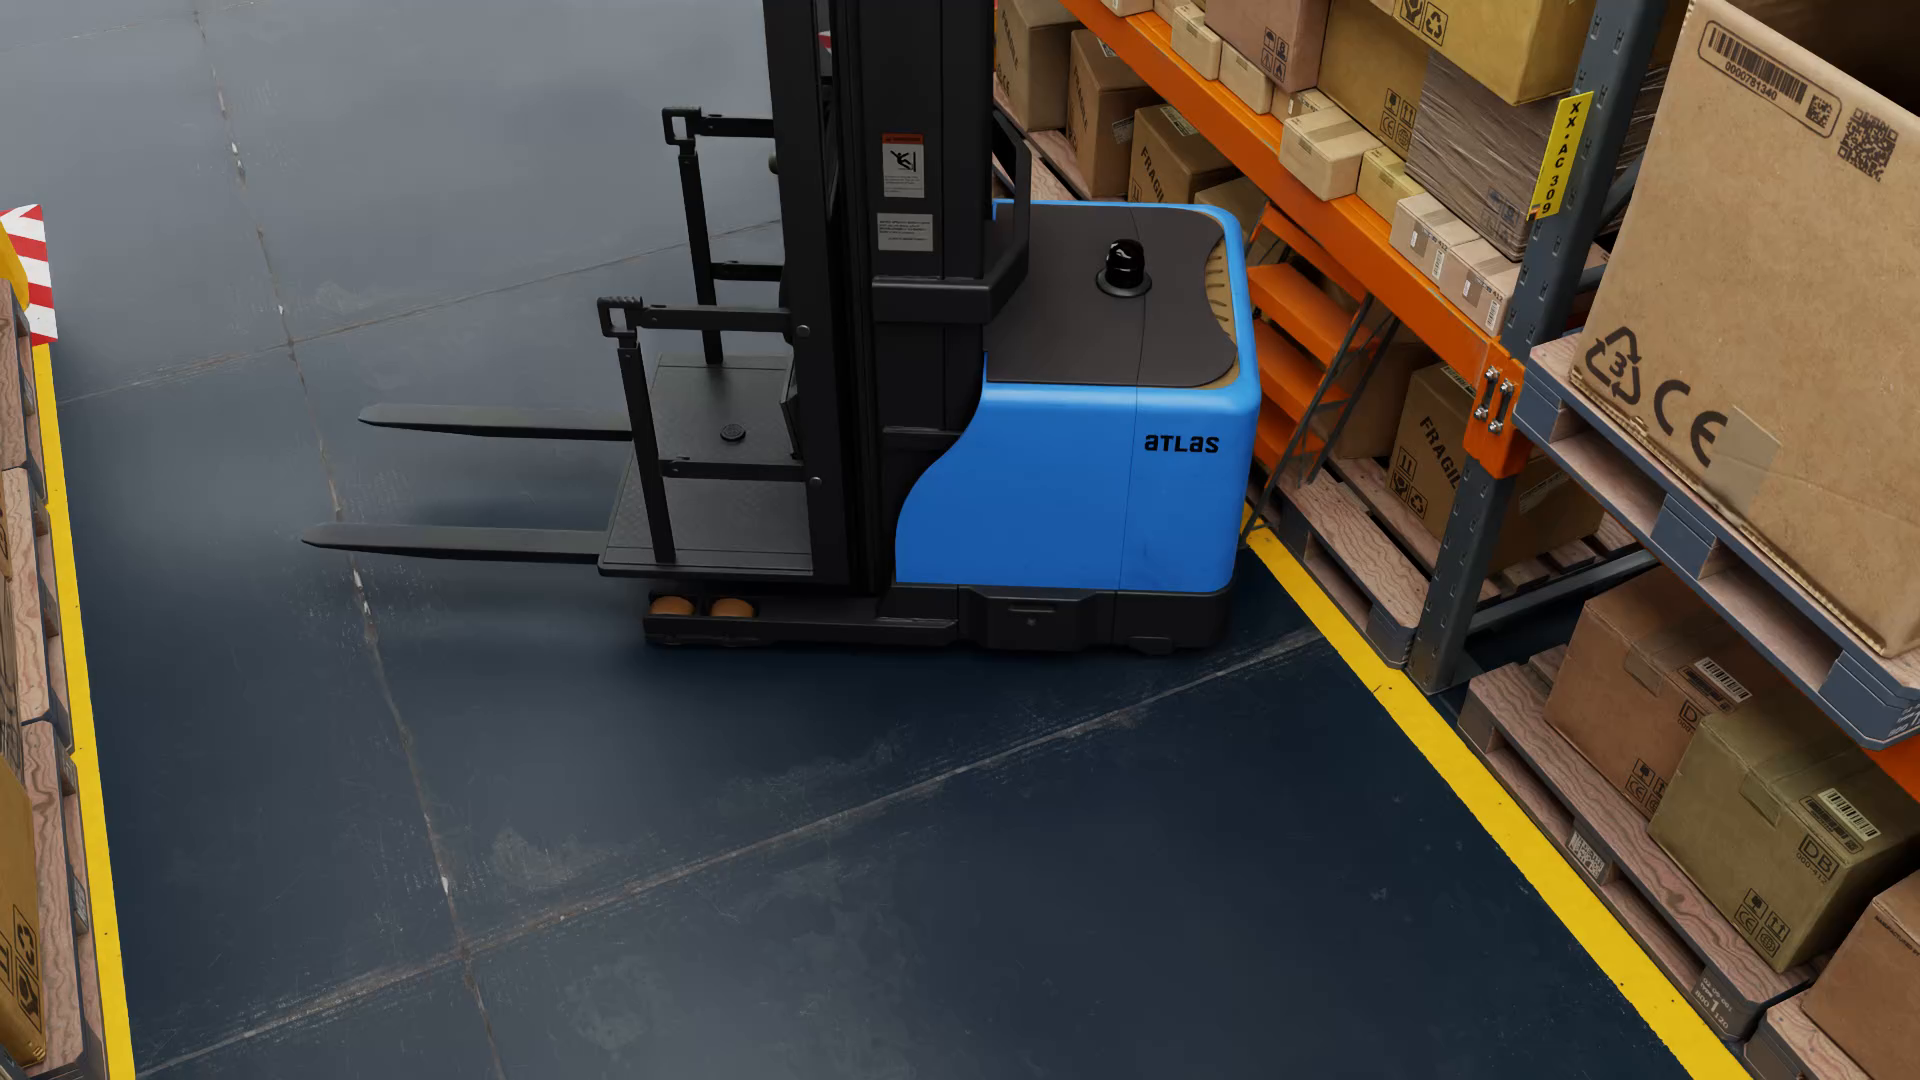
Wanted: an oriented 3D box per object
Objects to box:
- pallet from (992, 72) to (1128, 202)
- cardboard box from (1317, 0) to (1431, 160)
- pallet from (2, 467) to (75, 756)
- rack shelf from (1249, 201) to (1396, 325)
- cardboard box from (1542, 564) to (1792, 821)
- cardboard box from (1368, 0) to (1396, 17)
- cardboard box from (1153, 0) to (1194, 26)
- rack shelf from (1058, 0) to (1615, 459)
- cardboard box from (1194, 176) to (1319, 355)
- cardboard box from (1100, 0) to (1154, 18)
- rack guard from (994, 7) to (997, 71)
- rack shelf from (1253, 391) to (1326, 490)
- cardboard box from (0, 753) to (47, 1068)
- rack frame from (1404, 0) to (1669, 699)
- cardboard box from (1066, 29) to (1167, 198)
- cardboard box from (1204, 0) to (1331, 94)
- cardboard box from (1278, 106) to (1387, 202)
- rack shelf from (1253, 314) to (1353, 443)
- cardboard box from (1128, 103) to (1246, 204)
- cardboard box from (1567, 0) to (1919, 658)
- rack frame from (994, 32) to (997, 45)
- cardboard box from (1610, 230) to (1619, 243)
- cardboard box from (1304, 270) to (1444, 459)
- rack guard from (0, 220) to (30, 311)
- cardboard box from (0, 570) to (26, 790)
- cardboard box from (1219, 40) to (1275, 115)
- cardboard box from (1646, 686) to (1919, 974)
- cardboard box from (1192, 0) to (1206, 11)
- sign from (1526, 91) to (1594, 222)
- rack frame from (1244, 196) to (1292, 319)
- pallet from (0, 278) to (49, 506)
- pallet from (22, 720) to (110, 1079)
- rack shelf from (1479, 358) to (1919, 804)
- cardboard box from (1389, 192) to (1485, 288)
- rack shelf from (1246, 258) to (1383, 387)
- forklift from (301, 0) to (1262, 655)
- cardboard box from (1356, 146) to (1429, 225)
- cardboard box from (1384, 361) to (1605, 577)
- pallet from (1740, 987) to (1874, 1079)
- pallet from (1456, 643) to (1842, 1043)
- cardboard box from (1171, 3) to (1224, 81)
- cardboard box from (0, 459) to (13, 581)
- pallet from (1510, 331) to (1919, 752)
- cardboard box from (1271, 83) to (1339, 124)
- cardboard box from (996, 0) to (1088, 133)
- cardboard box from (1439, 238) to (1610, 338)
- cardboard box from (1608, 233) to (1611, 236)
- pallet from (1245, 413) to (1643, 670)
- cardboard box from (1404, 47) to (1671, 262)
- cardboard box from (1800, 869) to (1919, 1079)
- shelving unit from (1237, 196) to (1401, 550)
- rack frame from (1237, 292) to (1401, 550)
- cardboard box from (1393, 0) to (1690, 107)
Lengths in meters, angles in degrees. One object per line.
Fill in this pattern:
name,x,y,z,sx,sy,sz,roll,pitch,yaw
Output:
pallet,0.560,-1.735,7.358,1.003,0.211,1.213,-18,47,-17
cardboard box,1.589,-1.531,4.883,0.875,0.500,0.500,-18,47,-17
pallet,-3.408,0.352,5.243,1.003,0.211,1.213,-18,47,-17
rack shelf,1.184,-0.889,5.264,0.258,0.148,0.480,-13,49,-38
cardboard box,2.139,0.376,4.700,0.700,0.500,0.500,-22,49,-20
cardboard box,1.250,-1.776,4.420,0.500,0.500,0.500,-18,47,-17
cardboard box,0.890,-1.858,5.676,0.380,0.149,0.250,-18,47,-17
rack shelf,1.059,-1.774,5.924,1.077,0.370,4.000,-18,47,-17
cardboard box,1.188,-1.017,6.125,0.500,0.500,0.500,-22,49,-21
cardboard box,0.664,-1.978,5.798,0.380,0.149,0.250,-18,47,-17
rack guard,0.250,-2.366,7.792,1.175,0.500,0.348,-18,47,-17
rack shelf,0.988,-0.396,5.654,0.258,0.148,0.480,-13,49,-38
cardboard box,-2.844,0.831,3.986,0.875,0.875,0.875,-17,47,-17
rack frame,1.900,-0.755,4.380,1.000,3.000,0.127,-18,47,-17
cardboard box,0.748,-1.790,6.909,0.500,0.500,0.500,-7,45,-7
cardboard box,1.287,-1.819,5.175,0.875,0.500,0.500,-18,47,-17
cardboard box,1.190,-1.181,4.991,0.380,0.149,0.250,-18,47,-17
rack shelf,1.047,-0.545,5.536,0.258,0.148,0.480,-13,49,-38
cardboard box,0.994,-1.386,6.499,0.500,0.500,0.500,-14,46,-14
cardboard box,2.107,-0.570,3.466,1.000,1.000,1.000,-18,47,-17
rack frame,0.218,-3.304,6.963,1.000,3.000,0.127,-18,47,-17
cardboard box,2.083,-0.891,4.697,0.380,0.149,0.250,-18,47,-17
cardboard box,1.520,-0.644,5.748,0.500,0.500,0.500,-5,45,-5
rack guard,-4.335,-1.029,6.437,1.175,0.500,0.348,-18,47,-17
cardboard box,-3.226,0.257,4.567,0.875,0.875,0.875,-18,47,-17
cardboard box,1.062,-1.527,5.341,0.380,0.149,0.250,-18,47,-17
cardboard box,2.322,0.685,4.386,0.700,0.500,0.500,-18,47,-18
cardboard box,1.114,-2.150,5.511,0.875,0.500,0.500,-18,47,-17
sign,1.411,-0.898,3.908,0.100,0.325,0.005,-18,47,-17
rack frame,0.928,-0.751,5.623,0.240,1.200,0.015,-13,49,-38
pallet,-3.917,-0.425,6.030,1.003,0.211,1.213,-18,47,-17
pallet,-2.891,1.130,4.454,1.003,0.211,1.213,-18,47,-17
rack shelf,2.741,0.776,3.341,1.077,0.370,4.000,-18,47,-17
cardboard box,1.446,-0.878,4.683,0.380,0.149,0.250,-18,47,-17
rack shelf,1.114,-0.712,5.404,0.258,0.148,0.480,-13,49,-38
forklift,-0.627,-1.065,4.742,3.031,2.935,1.130,2,45,2
cardboard box,1.396,-1.055,4.862,0.380,0.149,0.250,-18,47,-17
cardboard box,1.768,-0.281,5.380,0.500,0.500,0.500,-19,48,-19
pallet,2.746,1.512,4.068,1.003,0.211,1.213,-18,47,-17
pallet,2.229,0.733,4.857,1.003,0.211,1.213,-18,47,-17
cardboard box,0.926,-1.676,5.492,0.380,0.149,0.250,-18,47,-17
cardboard box,-3.608,-0.324,5.157,0.875,0.875,0.875,-19,48,-18
pallet,2.089,-0.157,3.910,1.003,0.211,1.213,-18,47,-17
cardboard box,1.204,-1.380,5.191,0.380,0.149,0.250,-18,47,-17
cardboard box,0.466,-2.161,7.285,0.500,0.500,0.500,-10,45,-10
cardboard box,1.543,-0.716,4.519,0.380,0.149,0.250,-18,47,-17
cardboard box,1.989,-1.055,4.862,0.380,0.149,0.250,-18,47,-17
pallet,1.586,-0.180,5.782,1.003,0.211,1.213,-18,47,-17
cardboard box,1.767,-1.202,4.549,0.875,0.500,0.500,-18,47,-17
cardboard box,2.558,1.042,4.025,0.700,0.500,0.500,-22,49,-21
shelving unit,1.067,-0.595,5.497,0.258,1.200,0.503,-13,49,-38
rack frame,1.206,-0.440,5.370,0.240,1.200,0.015,-13,49,-38
cardboard box,1.461,-1.458,4.097,0.500,0.500,0.500,-18,47,-17
